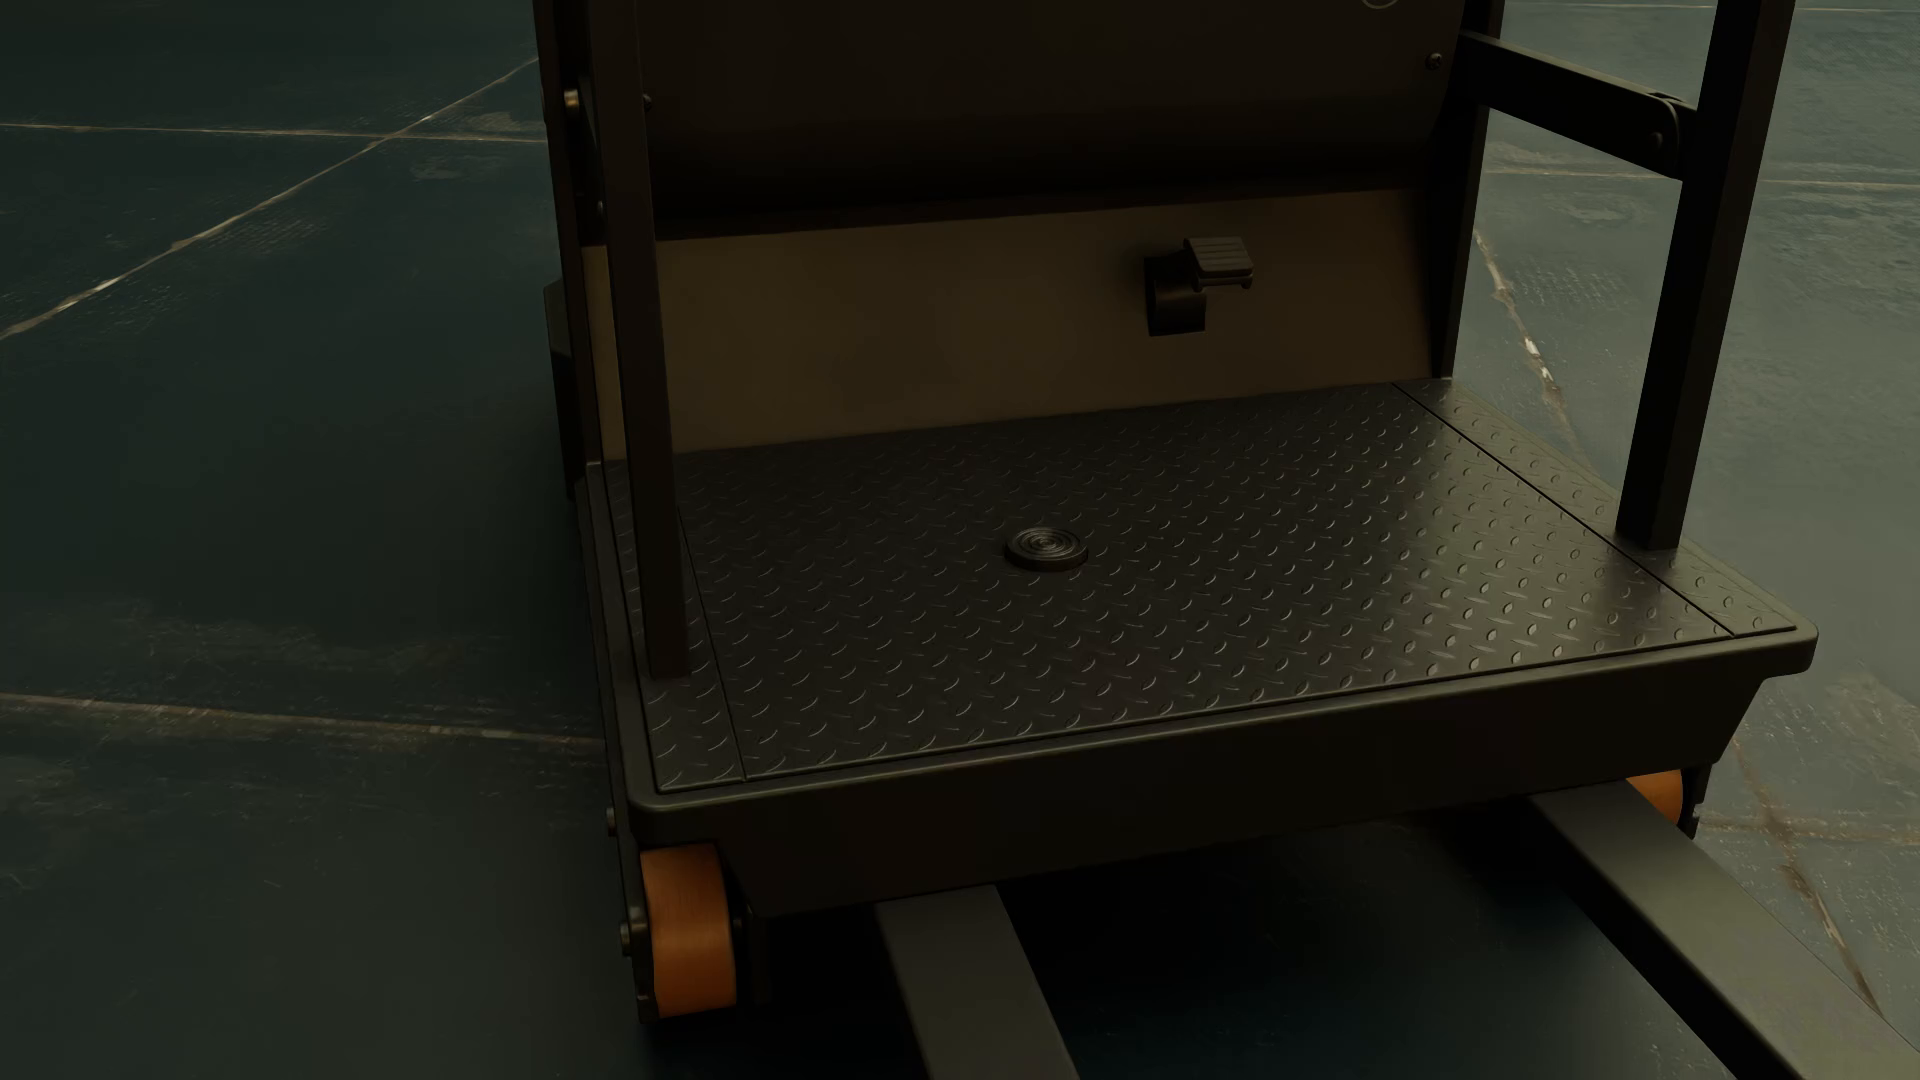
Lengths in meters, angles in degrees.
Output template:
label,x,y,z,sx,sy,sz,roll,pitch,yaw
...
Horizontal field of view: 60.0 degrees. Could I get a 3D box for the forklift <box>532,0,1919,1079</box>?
label,x,y,z,sx,sy,sz,roll,pitch,yaw
forklift,0.153,-1.049,1.319,1.130,2.935,3.031,-7,27,-13
